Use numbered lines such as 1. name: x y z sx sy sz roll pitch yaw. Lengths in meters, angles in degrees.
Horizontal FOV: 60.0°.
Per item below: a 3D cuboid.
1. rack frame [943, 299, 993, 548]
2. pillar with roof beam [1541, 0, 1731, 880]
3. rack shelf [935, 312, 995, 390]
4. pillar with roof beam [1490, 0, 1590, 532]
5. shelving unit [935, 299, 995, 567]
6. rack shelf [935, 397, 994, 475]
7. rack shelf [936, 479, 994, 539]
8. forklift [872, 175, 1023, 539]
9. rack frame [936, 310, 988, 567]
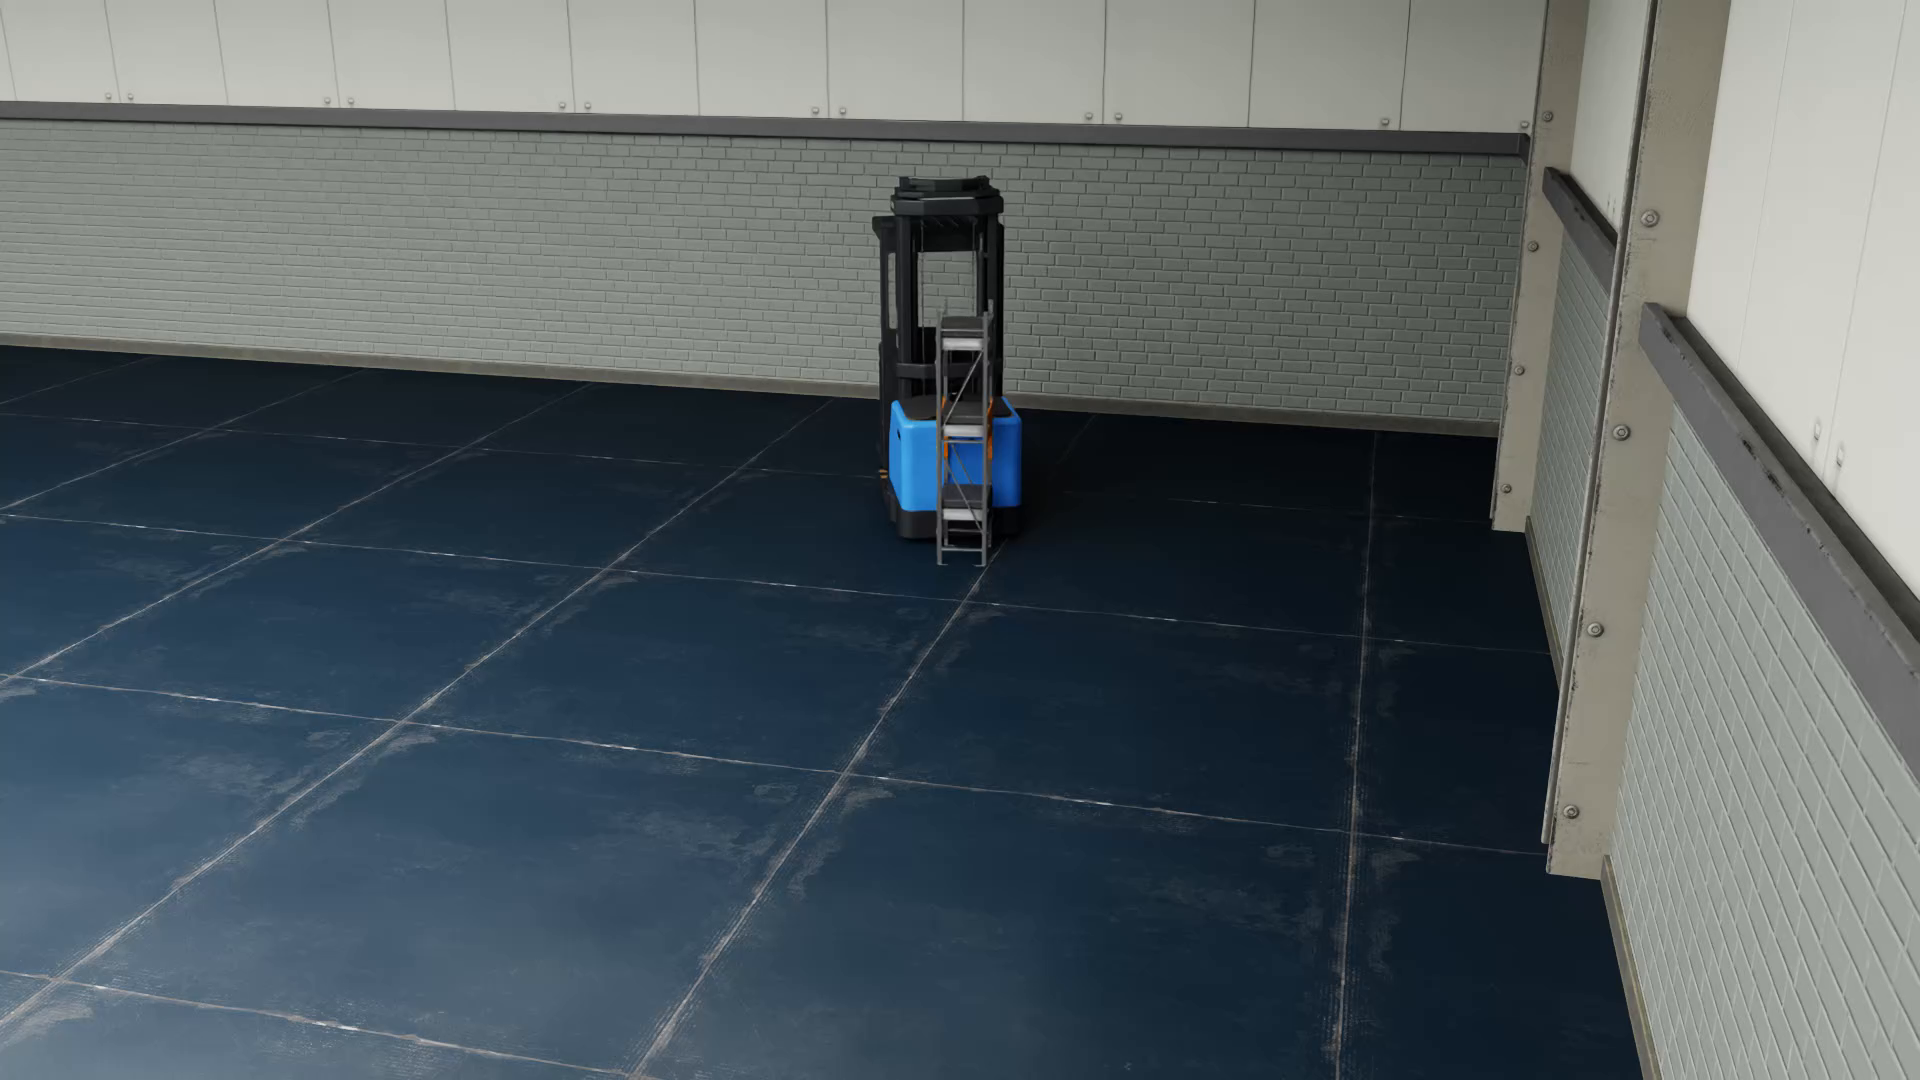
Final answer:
1. rack frame: 0.066 -0.936 13.679 0.400 2.100 0.015 2 19 6
2. pillar with roof beam: -0.821 -2.856 8.627 9.100 9.000 0.400 5 19 13
3. rack shelf: 0.041 -1.507 13.228 0.431 0.518 0.480 2 19 6
4. pillar with roof beam: 0.645 -4.737 14.133 9.100 9.000 0.400 5 19 13
5. shelving unit: 0.041 -0.857 13.449 0.431 2.100 0.503 2 19 6
6. rack shelf: 0.041 -0.845 13.454 0.431 0.518 0.480 2 19 6
7. rack shelf: 0.041 -0.182 13.680 0.431 0.518 0.480 2 19 6
8. forklift: -0.195 -1.834 15.023 1.130 2.935 3.031 -3 19 -8
9. rack frame: 0.016 -0.779 13.220 0.400 2.100 0.015 2 19 6
